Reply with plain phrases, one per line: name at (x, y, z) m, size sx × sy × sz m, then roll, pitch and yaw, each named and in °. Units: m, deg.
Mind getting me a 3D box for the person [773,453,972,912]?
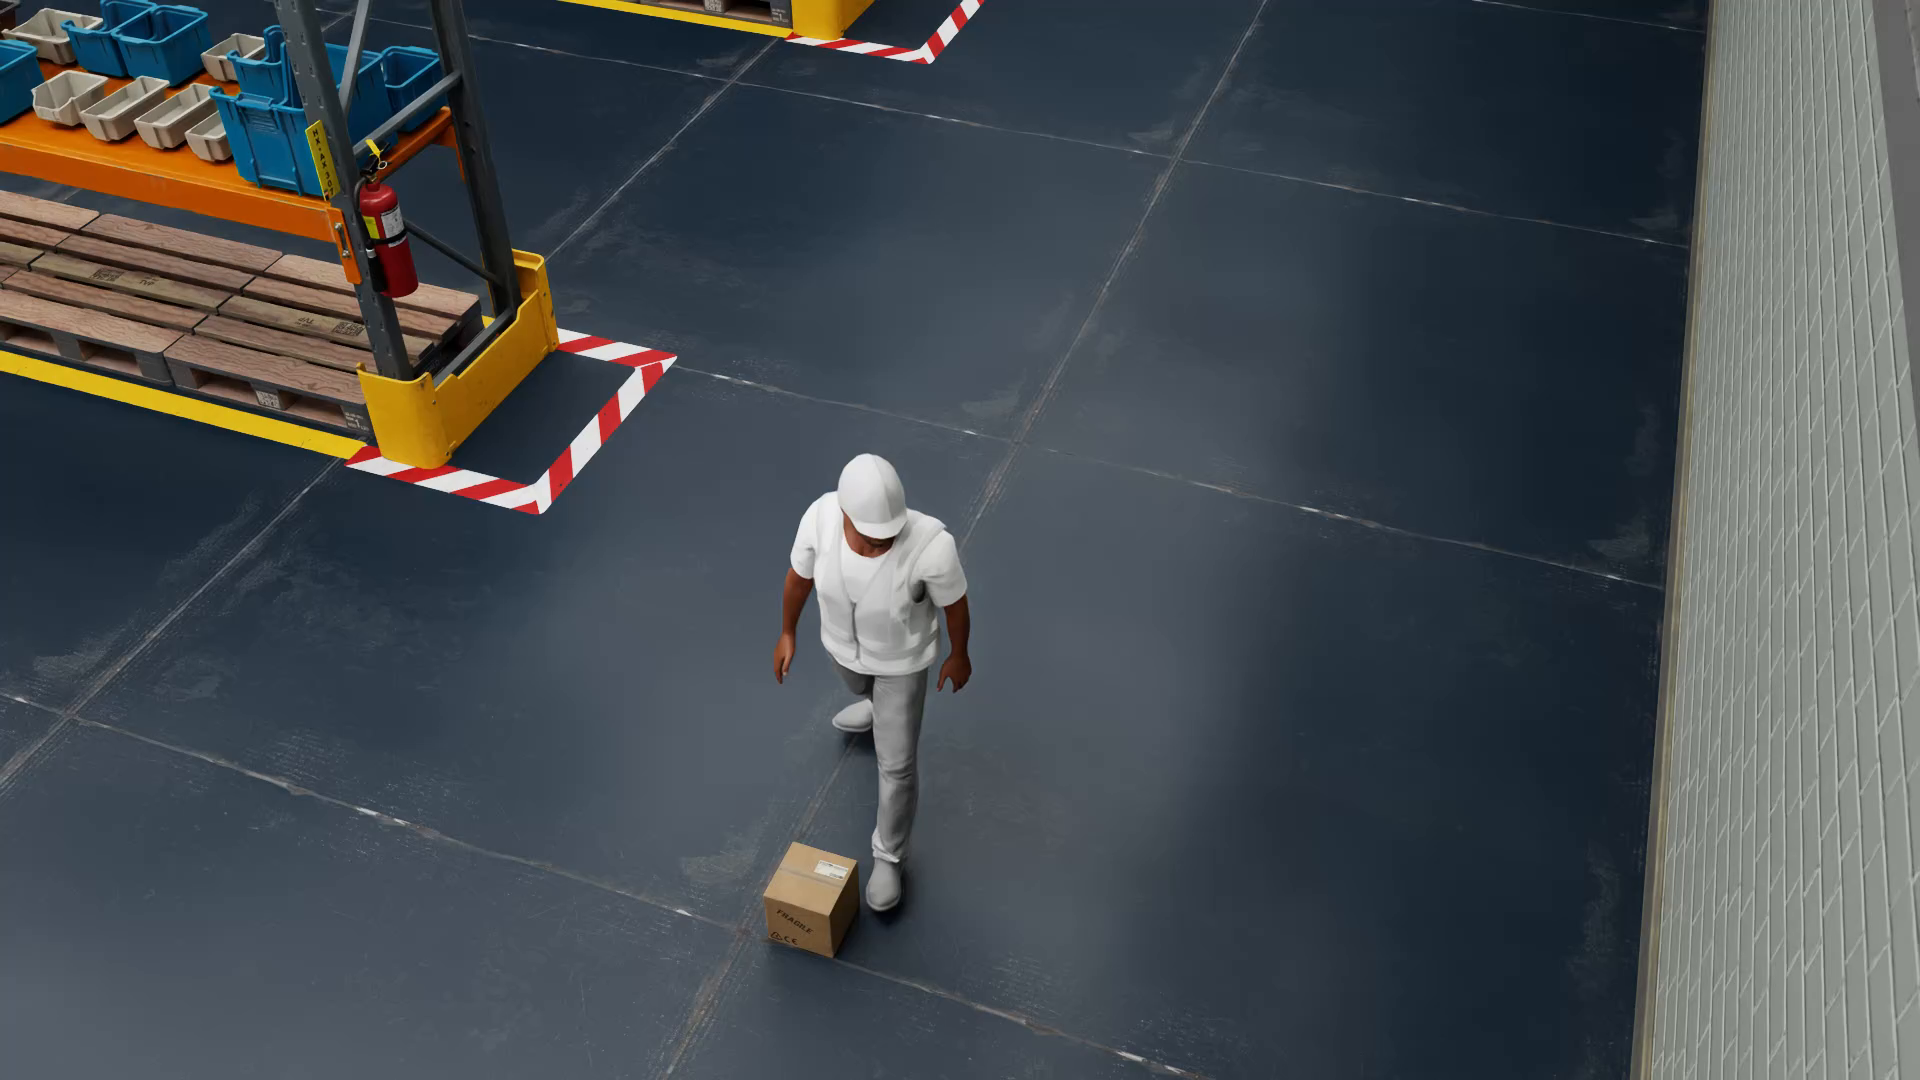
person at (-0.318, 0.356, 5.746) m, size 0.673 × 1.740 × 0.934 m, roll 20°, pitch 45°, yaw 21°
